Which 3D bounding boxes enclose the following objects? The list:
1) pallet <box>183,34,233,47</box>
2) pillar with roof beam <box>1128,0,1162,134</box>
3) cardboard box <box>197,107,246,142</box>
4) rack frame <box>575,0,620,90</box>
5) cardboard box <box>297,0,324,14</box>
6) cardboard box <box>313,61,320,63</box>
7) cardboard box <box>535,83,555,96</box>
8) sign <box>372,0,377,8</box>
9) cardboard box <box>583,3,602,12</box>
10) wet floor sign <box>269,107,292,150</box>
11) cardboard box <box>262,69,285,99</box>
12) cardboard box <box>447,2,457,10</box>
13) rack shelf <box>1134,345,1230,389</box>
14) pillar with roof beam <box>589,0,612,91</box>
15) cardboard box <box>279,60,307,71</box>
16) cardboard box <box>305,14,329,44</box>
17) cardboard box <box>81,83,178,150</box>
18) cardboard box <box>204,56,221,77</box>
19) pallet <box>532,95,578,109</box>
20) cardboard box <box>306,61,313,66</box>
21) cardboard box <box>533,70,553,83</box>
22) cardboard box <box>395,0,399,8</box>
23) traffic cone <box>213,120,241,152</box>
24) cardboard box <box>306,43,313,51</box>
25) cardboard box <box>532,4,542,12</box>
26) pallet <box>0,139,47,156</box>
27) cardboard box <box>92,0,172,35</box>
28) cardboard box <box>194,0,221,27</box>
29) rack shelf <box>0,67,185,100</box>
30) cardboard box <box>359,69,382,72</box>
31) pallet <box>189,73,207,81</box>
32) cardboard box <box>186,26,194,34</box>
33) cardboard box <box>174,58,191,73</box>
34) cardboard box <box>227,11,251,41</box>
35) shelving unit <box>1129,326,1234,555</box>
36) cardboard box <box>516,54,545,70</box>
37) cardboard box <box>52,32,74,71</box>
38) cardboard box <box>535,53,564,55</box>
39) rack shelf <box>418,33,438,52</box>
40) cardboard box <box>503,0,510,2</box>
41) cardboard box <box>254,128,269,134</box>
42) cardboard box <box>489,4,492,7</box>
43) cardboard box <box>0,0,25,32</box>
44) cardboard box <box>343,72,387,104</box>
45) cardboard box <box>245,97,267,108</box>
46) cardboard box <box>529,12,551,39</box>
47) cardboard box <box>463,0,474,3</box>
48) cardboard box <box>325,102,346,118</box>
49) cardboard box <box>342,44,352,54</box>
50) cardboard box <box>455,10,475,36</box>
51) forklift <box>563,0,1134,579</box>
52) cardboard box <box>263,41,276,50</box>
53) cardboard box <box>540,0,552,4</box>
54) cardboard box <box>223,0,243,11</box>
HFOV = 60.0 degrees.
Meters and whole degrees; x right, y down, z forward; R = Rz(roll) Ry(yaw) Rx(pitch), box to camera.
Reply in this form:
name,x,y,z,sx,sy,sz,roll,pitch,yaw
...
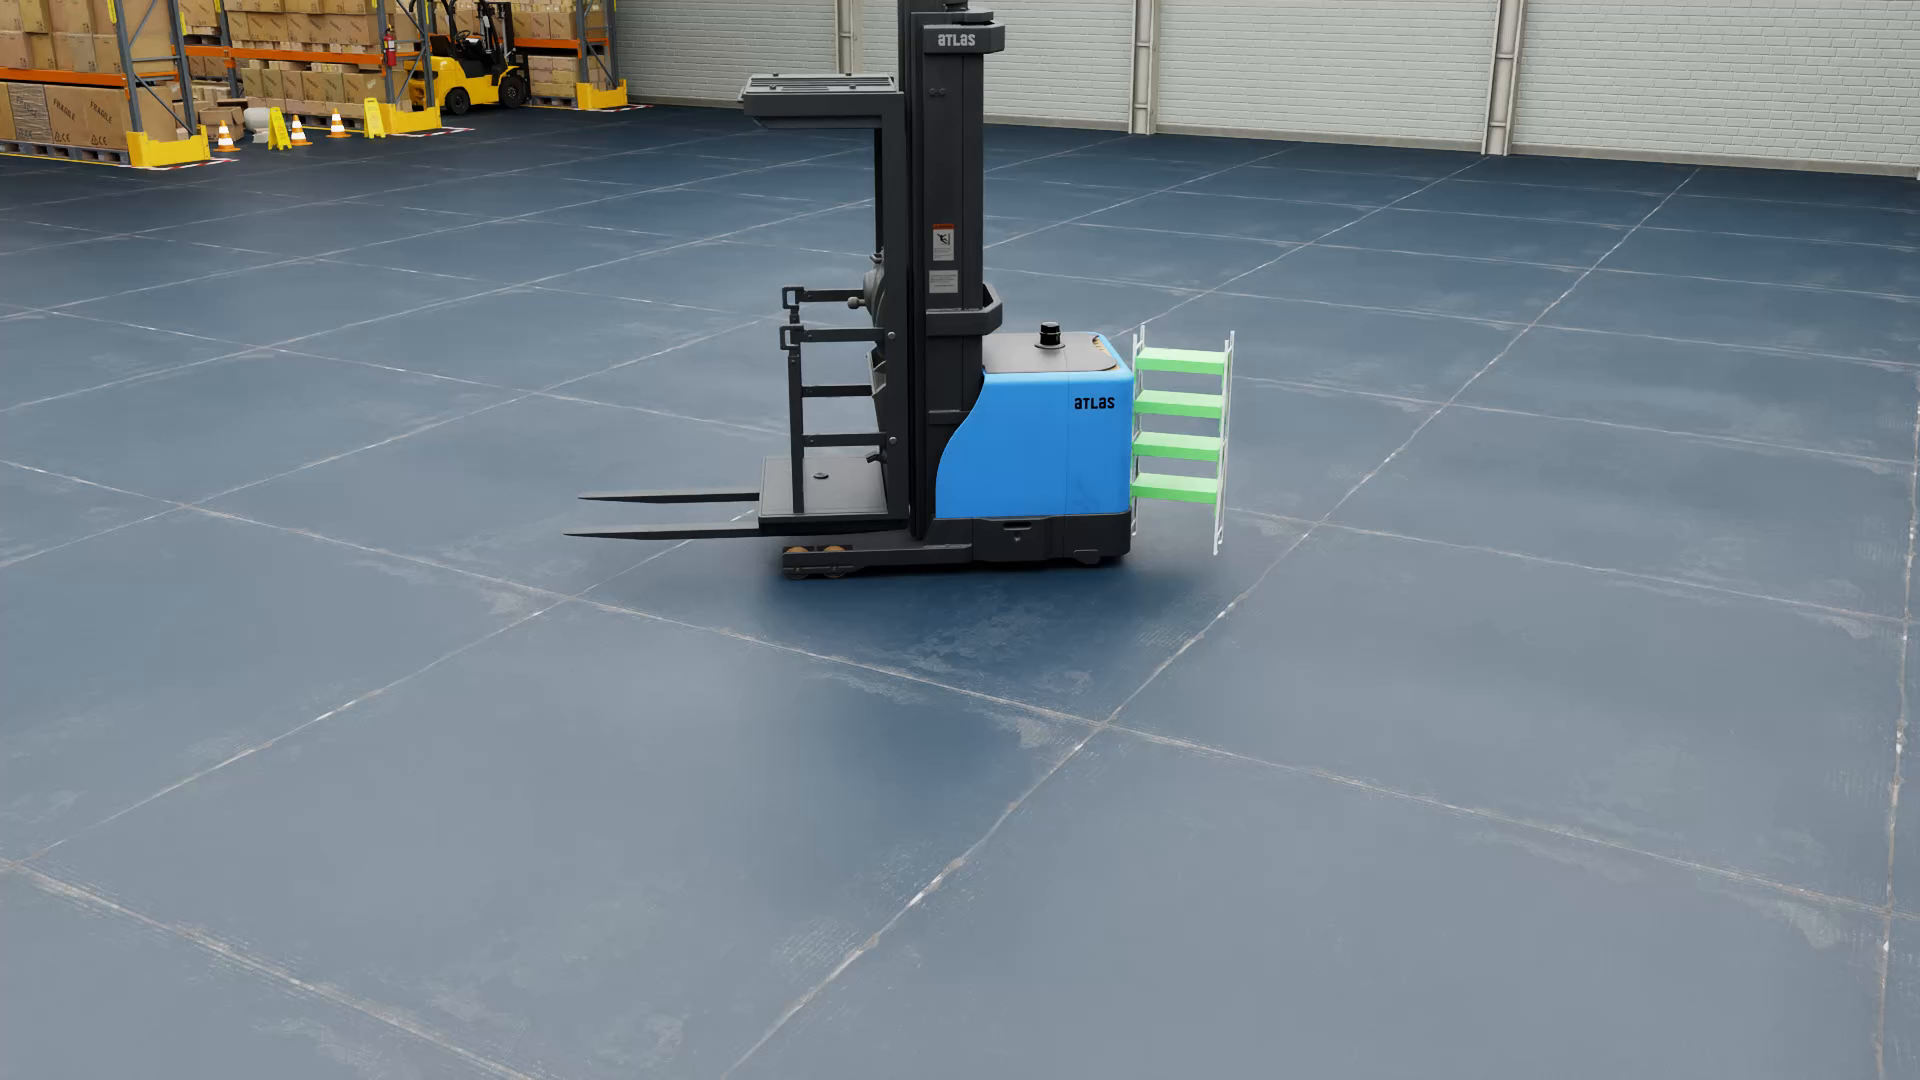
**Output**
name,x,y,z,sx,sy,sz,roll,pitch,yaw
pallet,-13.656,-9.337,30.989,1.213,0.211,1.003,11,23,27
pillar with roof beam,1.058,-9.997,23.729,0.400,9.000,9.100,11,23,27
cardboard box,-12.336,-6.957,27.806,0.637,0.503,0.797,-4,20,-10
rack frame,-7.150,-10.070,32.728,0.127,3.000,1.000,11,23,27
cardboard box,-11.054,-9.409,28.857,0.500,0.500,0.700,10,22,27
cardboard box,-13.597,-10.374,36.432,0.625,0.625,0.875,12,23,29
cardboard box,-8.144,-9.045,33.317,0.500,0.250,0.500,11,23,27
sign,-9.856,-9.123,27.955,0.005,0.325,0.100,11,23,27
cardboard box,-7.320,-10.556,32.969,0.250,0.149,0.380,10,22,26
wet floor sign,-10.903,-6.579,26.557,0.232,0.644,0.267,7,21,18
cardboard box,-12.203,-8.251,30.028,0.500,0.500,0.500,12,23,29
cardboard box,-10.266,-10.914,33.955,0.250,0.149,0.380,11,23,29
rack shelf,1.199,-0.934,8.959,0.480,0.148,0.258,6,21,15
pillar with roof beam,-9.418,-11.993,29.231,0.400,9.000,9.100,11,23,27
cardboard box,-11.911,-8.474,29.691,0.250,0.149,0.380,12,23,30
cardboard box,-11.046,-8.956,29.073,0.500,0.500,0.500,11,23,27
cardboard box,-12.518,-6.393,25.091,0.875,0.875,0.875,11,23,28
cardboard box,-16.844,-10.855,37.942,0.500,0.500,0.500,10,22,27
pallet,-7.838,-8.874,33.520,1.213,0.211,1.003,11,23,27
cardboard box,-14.609,-10.429,36.768,0.500,0.500,0.500,12,23,29
cardboard box,-8.160,-9.285,33.245,0.500,0.250,0.500,11,22,27
cardboard box,-11.765,-11.176,34.679,0.250,0.149,0.380,10,22,26
traffic cone,-11.665,-6.420,26.385,0.334,0.463,0.336,11,23,27
cardboard box,-11.324,-8.732,29.408,0.250,0.149,0.380,11,23,27
cardboard box,-8.235,-10.536,32.914,0.250,0.149,0.380,11,22,27
pallet,-14.760,-6.306,26.440,1.213,0.211,1.003,11,23,27
cardboard box,-12.199,-7.753,24.536,0.550,0.550,0.875,11,23,27
cardboard box,-13.575,-9.650,30.371,0.500,0.500,0.500,10,22,26
rack shelf,-13.640,-7.096,25.583,4.000,0.370,1.077,11,23,27
cardboard box,-10.617,-8.155,29.765,0.500,0.500,0.500,10,22,25
pallet,-18.226,-10.869,39.021,1.213,0.211,1.003,11,23,27
cardboard box,-14.108,-9.421,30.691,0.250,0.149,0.380,10,22,26
cardboard box,-18.088,-11.180,39.113,0.500,0.311,0.500,12,23,29
cardboard box,-12.812,-9.288,29.988,0.500,0.500,0.500,11,23,27
shelving unit,1.199,-0.543,9.101,0.503,1.200,0.258,6,21,15
cardboard box,-8.599,-9.593,33.362,0.500,0.250,0.500,11,23,28
cardboard box,-13.158,-7.436,25.245,0.550,0.550,0.875,11,23,27
cardboard box,-8.347,-9.750,33.795,0.500,0.250,0.500,11,22,27
rack shelf,-12.389,-10.730,35.601,4.000,0.370,1.077,11,23,27
cardboard box,-8.908,-10.812,33.239,0.250,0.149,0.380,11,23,28
cardboard box,-11.697,-6.868,28.082,0.380,0.149,0.250,-11,23,-29
cardboard box,-9.389,-10.735,33.462,0.250,0.149,0.380,10,22,26
cardboard box,-14.139,-8.086,25.453,0.550,0.550,0.875,11,23,27
cardboard box,-10.394,-7.905,29.075,0.500,0.500,0.500,11,23,28
cardboard box,-12.677,-7.984,30.392,0.500,0.250,0.500,10,22,25
cardboard box,-8.157,-10.210,32.967,0.500,0.500,0.500,12,23,29
cardboard box,-9.835,-10.956,33.636,0.250,0.149,0.380,11,23,28
cardboard box,-10.853,-7.640,29.444,0.500,0.250,0.500,11,23,27
cardboard box,-10.487,-8.531,28.852,0.250,0.149,0.380,10,22,26
cardboard box,-9.920,-10.549,33.902,0.500,0.500,0.500,11,23,28
forklift,-0.624,-1.359,8.814,3.031,2.935,1.130,-2,20,-5
cardboard box,-12.250,-8.878,29.810,0.250,0.149,0.380,12,23,29
cardboard box,-8.038,-10.626,32.726,0.250,0.149,0.380,11,23,28
cardboard box,-12.782,-9.776,29.869,0.500,0.500,0.700,11,22,27
